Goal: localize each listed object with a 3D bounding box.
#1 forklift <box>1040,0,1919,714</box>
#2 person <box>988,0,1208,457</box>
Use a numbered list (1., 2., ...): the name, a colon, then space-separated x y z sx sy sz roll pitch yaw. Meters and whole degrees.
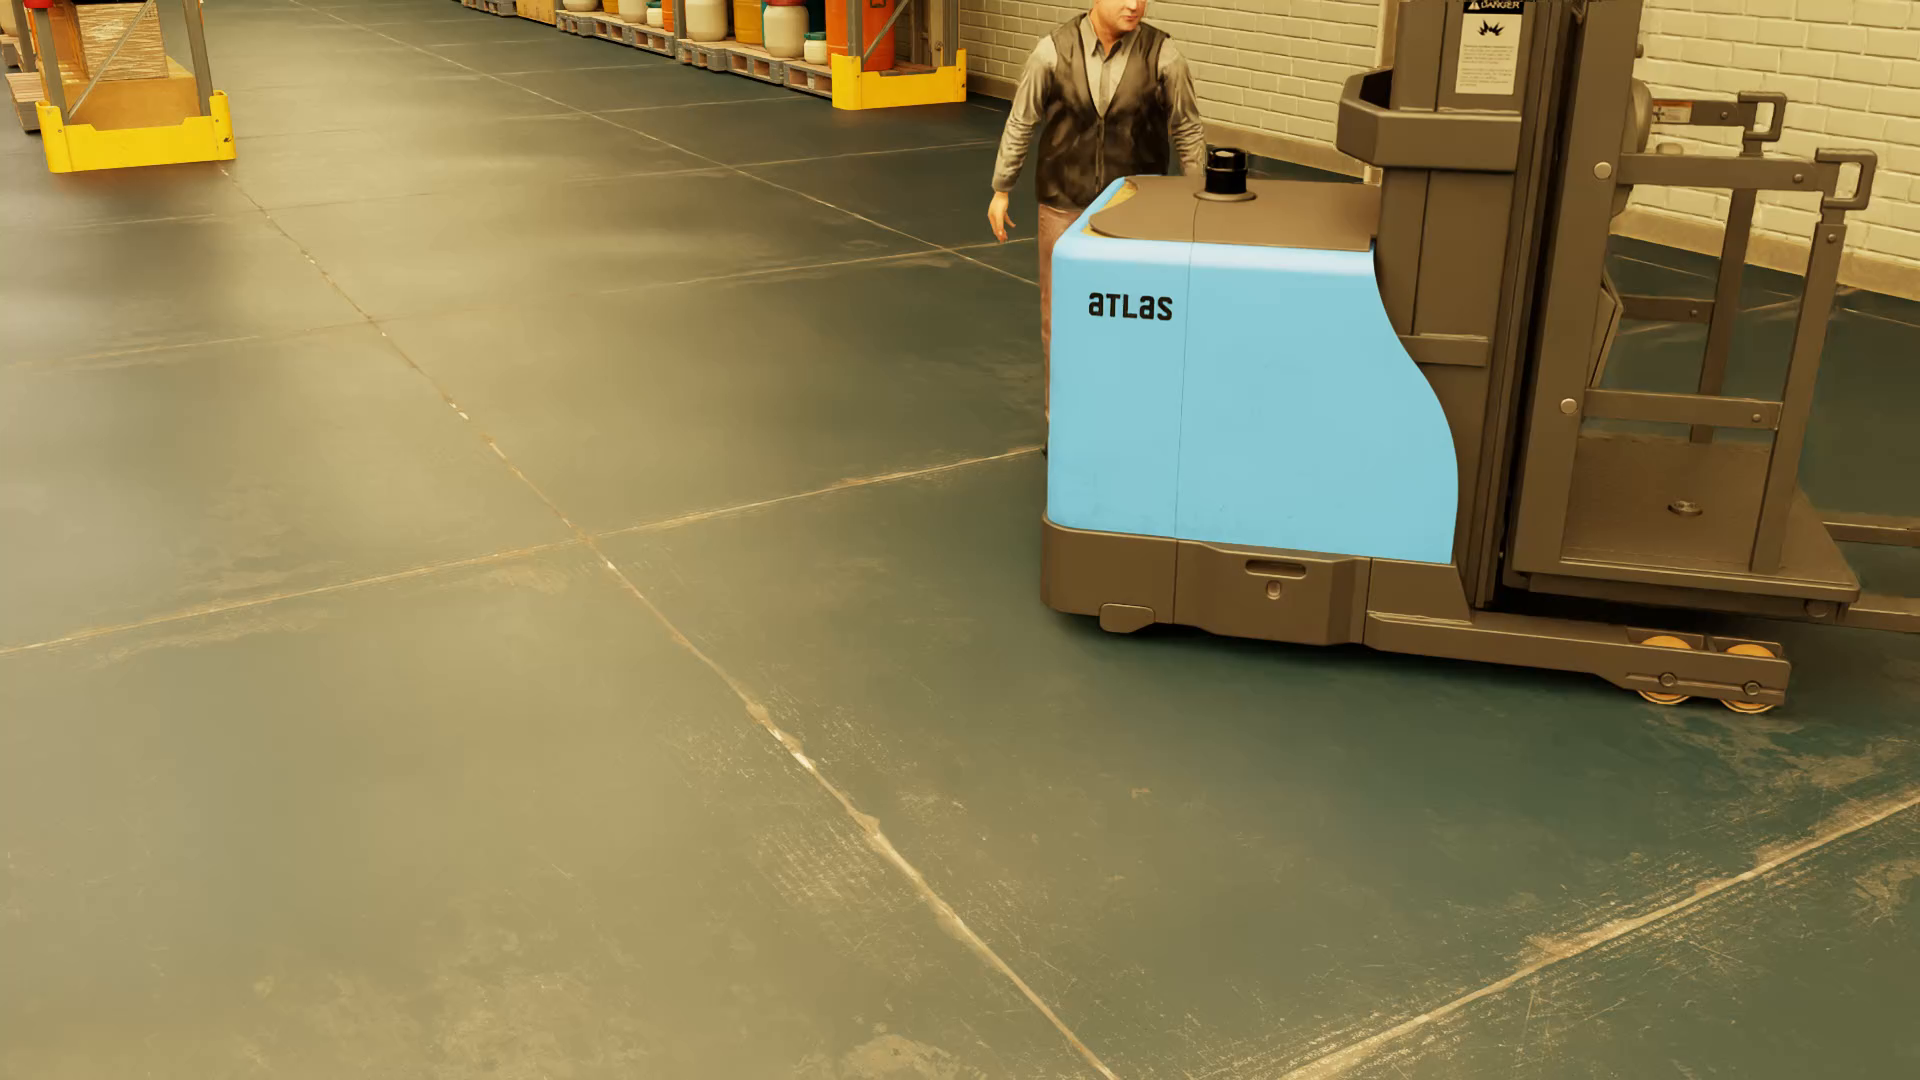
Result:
1. forklift: 1.794 -1.152 4.081 3.031 2.935 1.130 6 23 13
2. person: 0.511 -1.090 5.577 0.849 1.693 0.409 2 22 4
